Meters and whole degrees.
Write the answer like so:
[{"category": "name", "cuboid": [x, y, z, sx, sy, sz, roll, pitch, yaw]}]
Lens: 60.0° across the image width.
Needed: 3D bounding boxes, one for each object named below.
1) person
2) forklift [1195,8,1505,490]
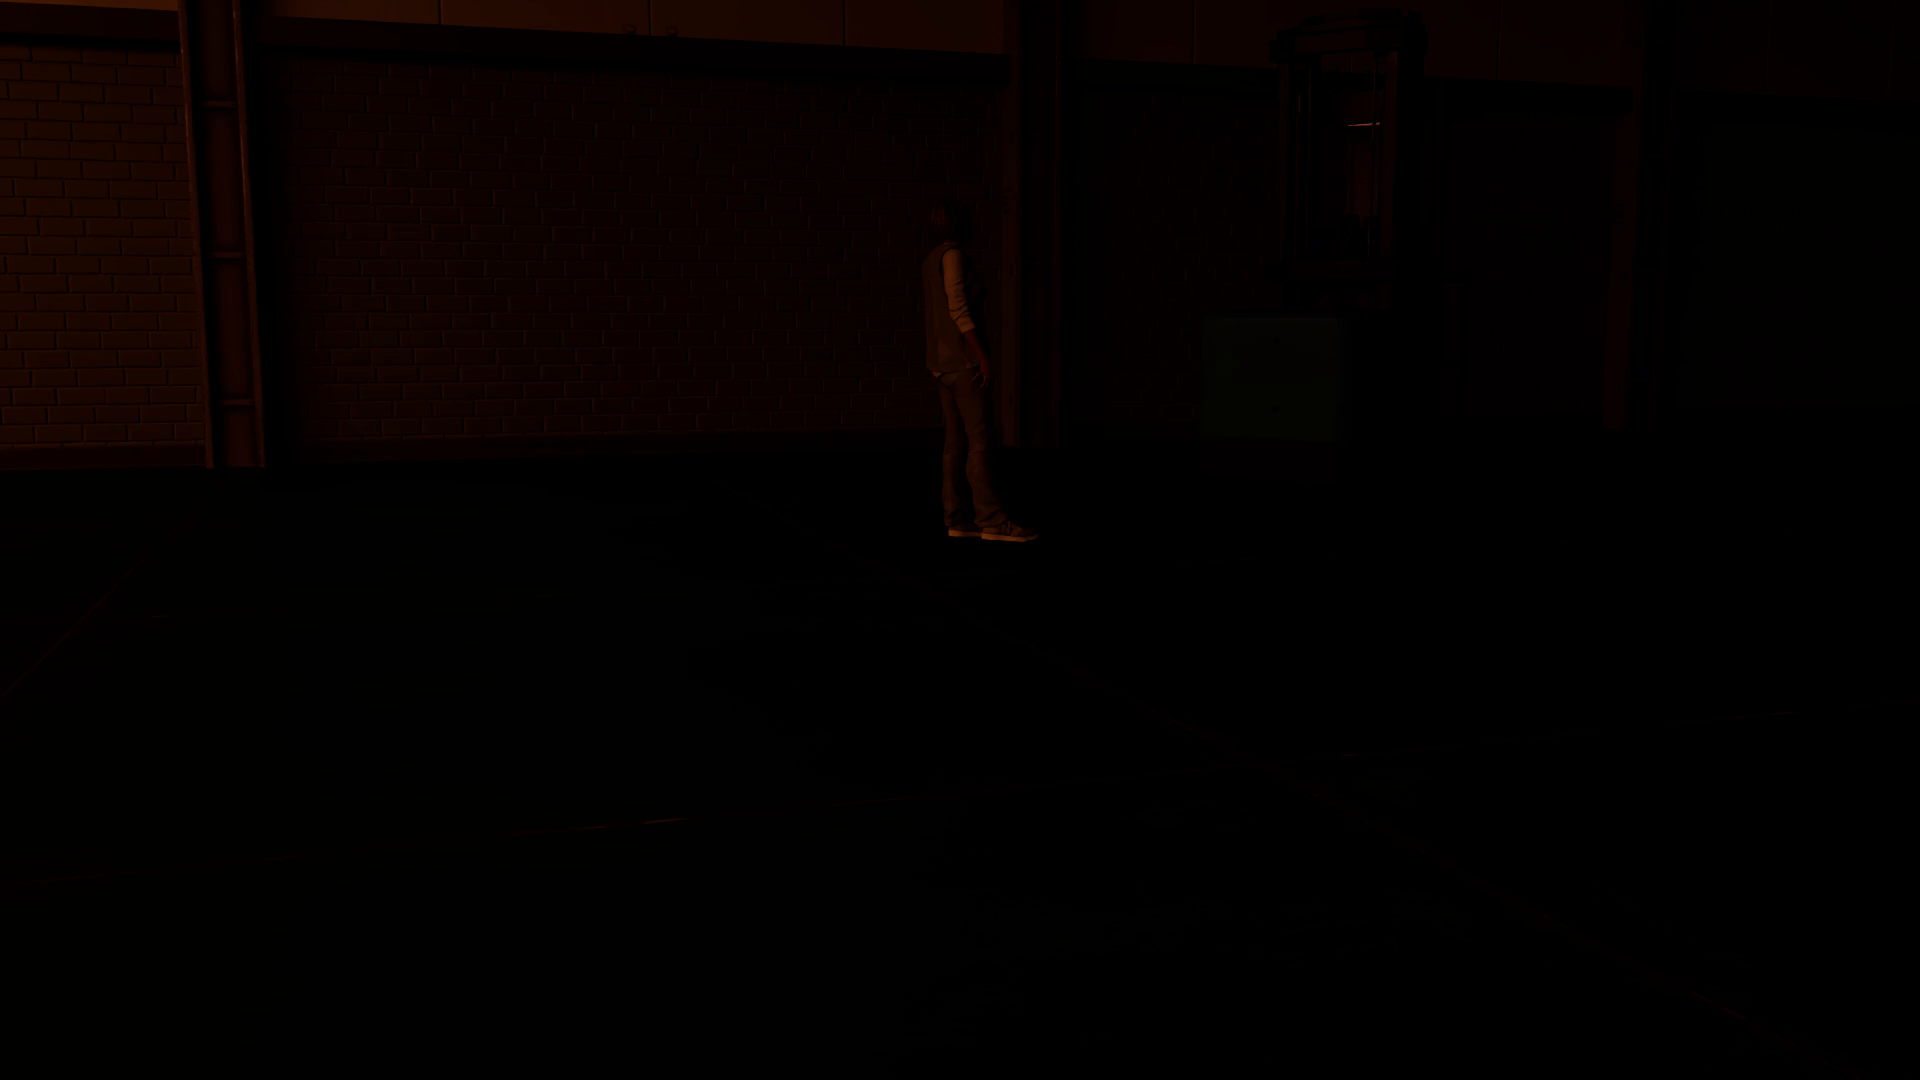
[{"category": "person", "cuboid": [0.075, -0.800, 7.826, 0.473, 1.599, 0.521, -3, 8, -18]}, {"category": "forklift", "cuboid": [2.785, -1.904, 11.048, 1.130, 2.935, 3.031, 6, 10, 38]}]
